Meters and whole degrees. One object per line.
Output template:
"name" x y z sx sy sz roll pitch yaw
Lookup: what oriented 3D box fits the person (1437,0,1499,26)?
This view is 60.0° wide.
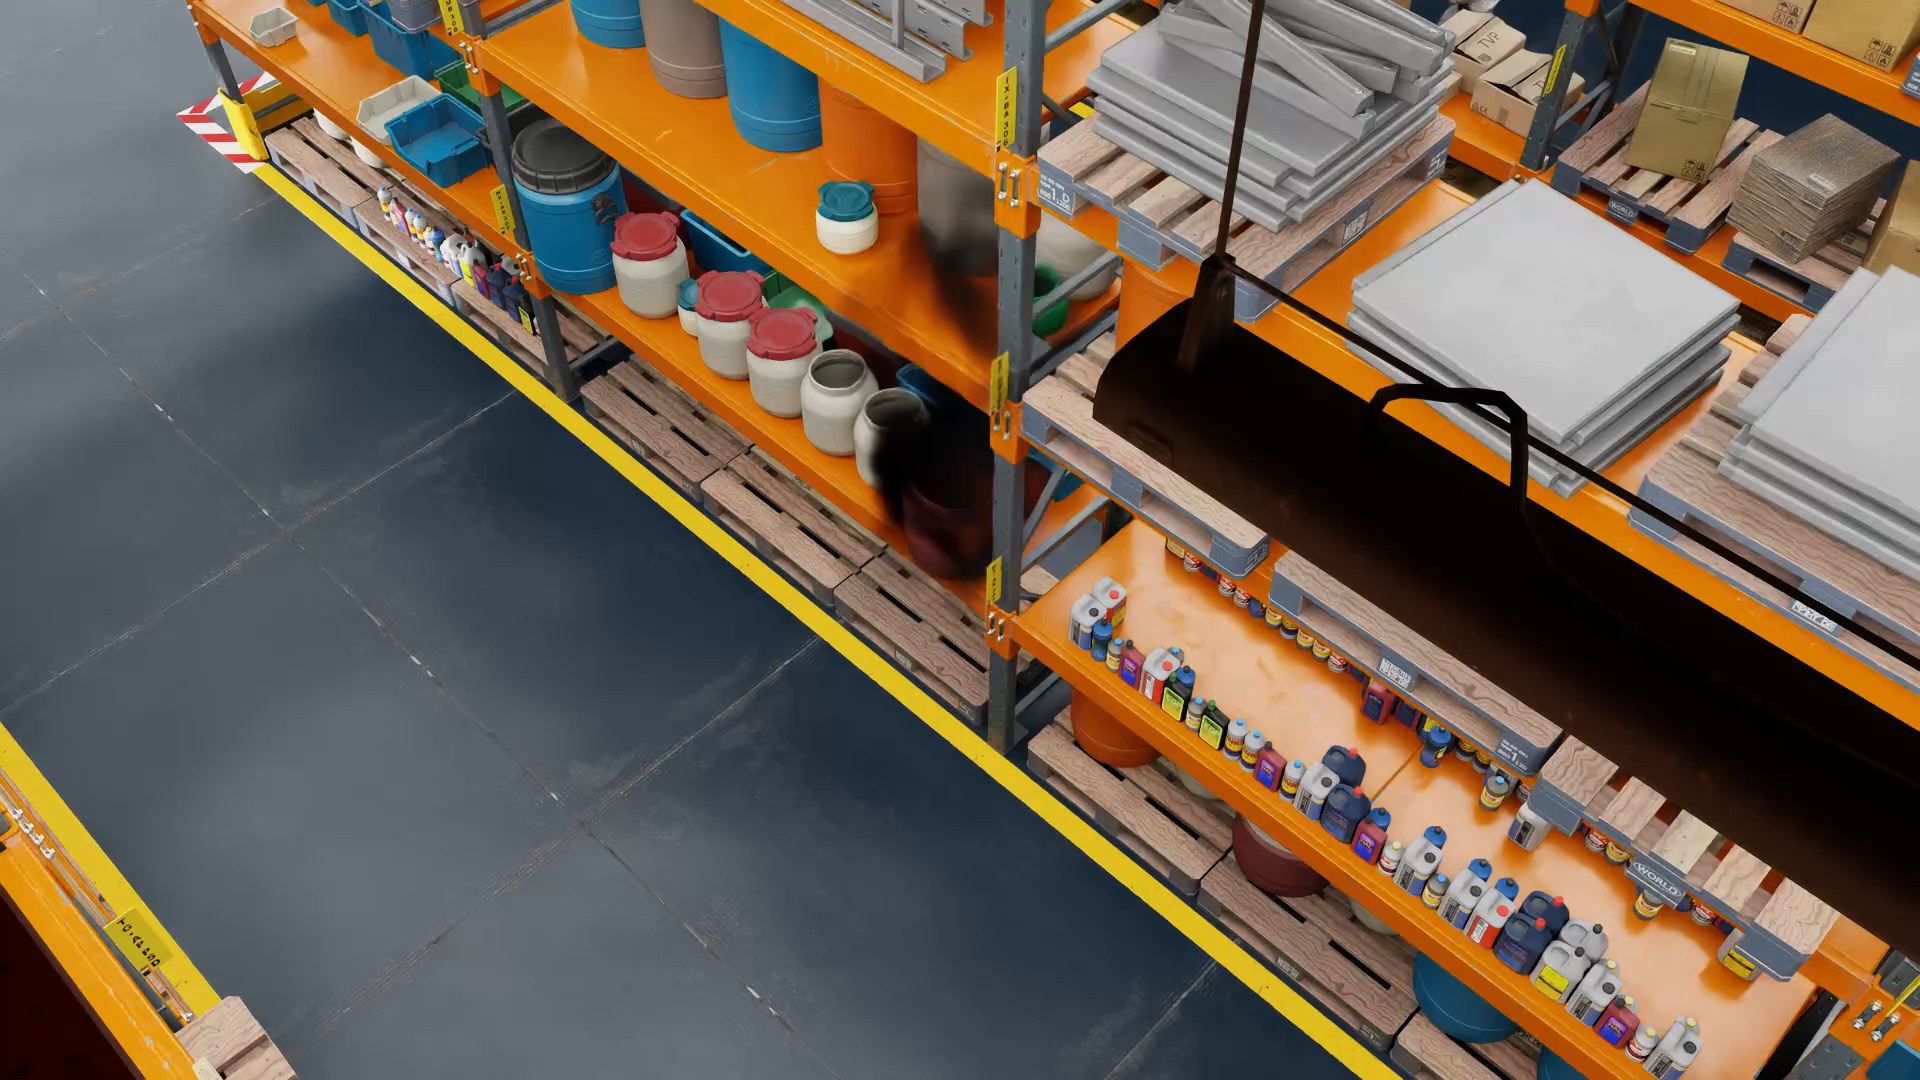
"person" 3.958 -4.137 12.780 0.571 1.648 0.612 35 58 26
